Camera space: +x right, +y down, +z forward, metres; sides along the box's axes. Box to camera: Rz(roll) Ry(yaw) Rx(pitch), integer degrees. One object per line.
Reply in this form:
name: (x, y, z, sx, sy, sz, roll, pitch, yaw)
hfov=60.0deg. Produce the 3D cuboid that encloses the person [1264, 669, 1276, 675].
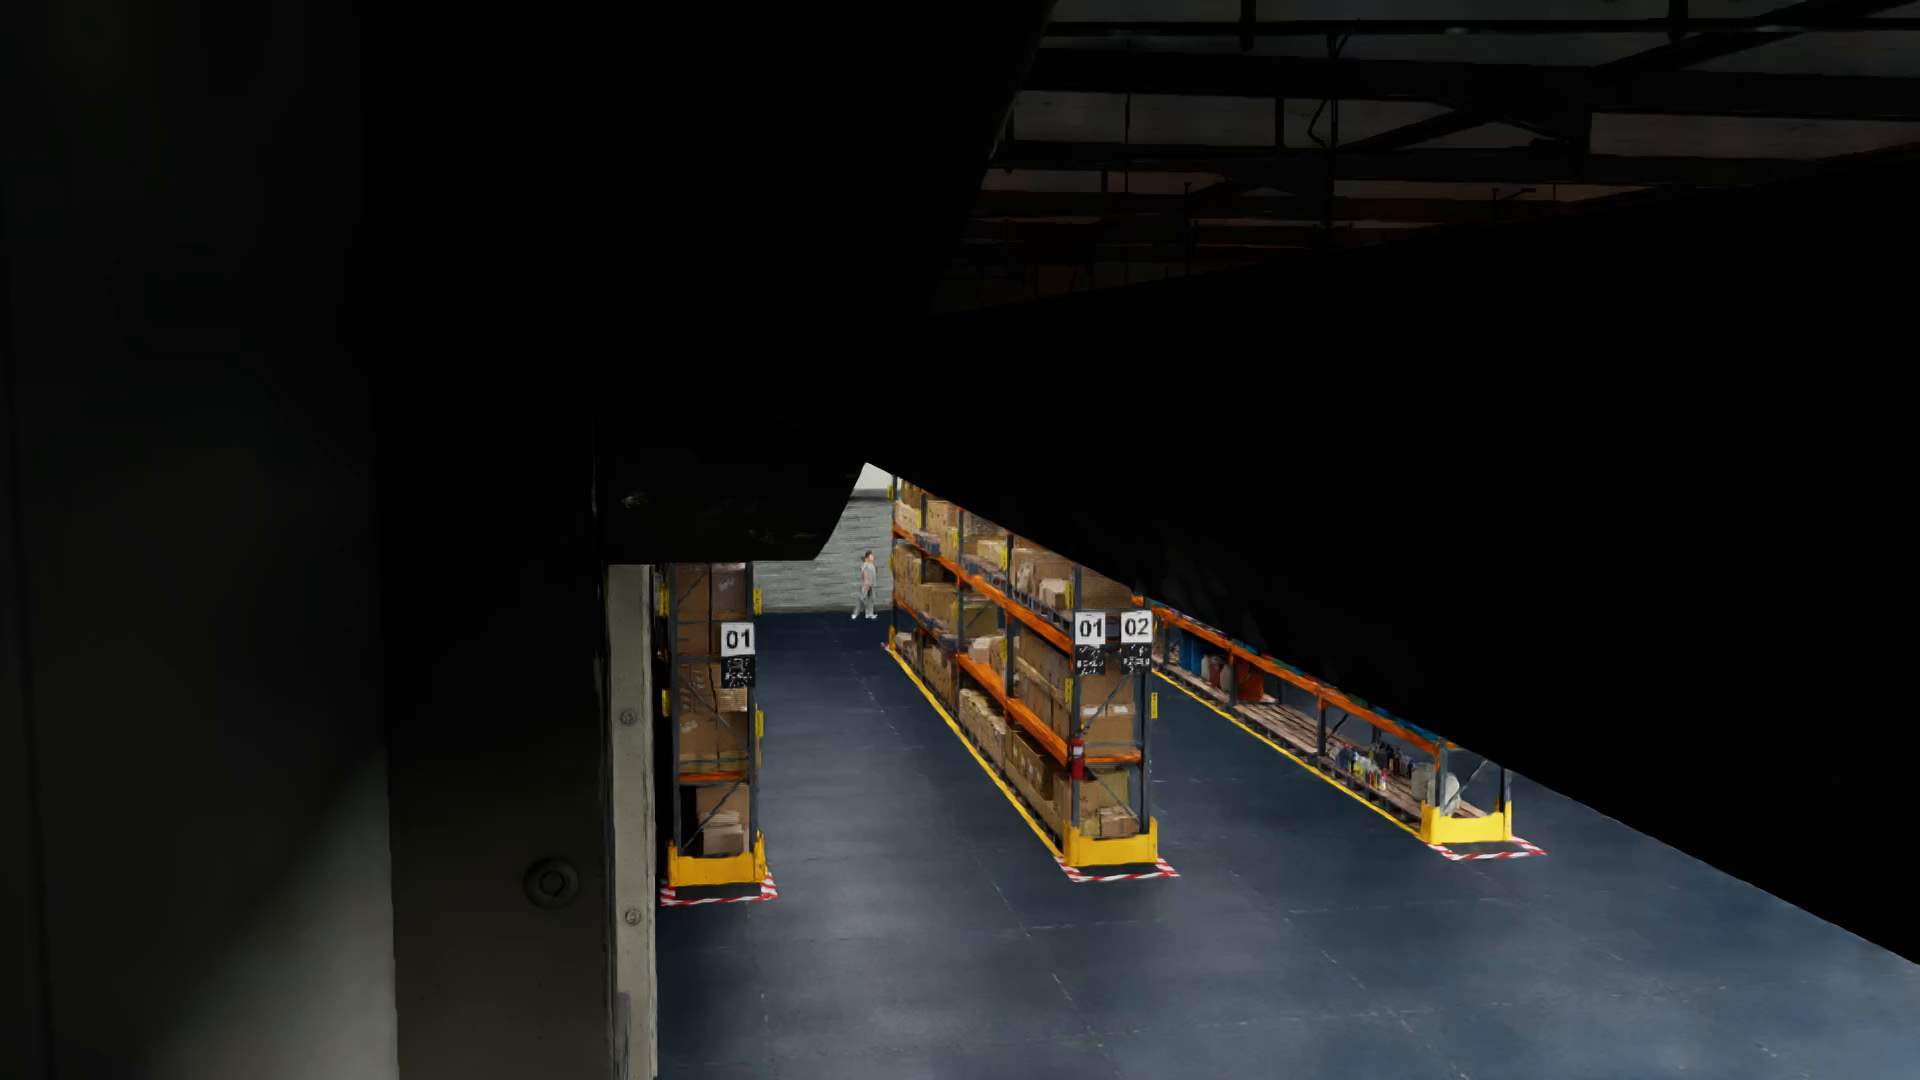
person: (6.400, 1.823, 33.548, 0.505, 1.759, 0.588, 2, 7, 19)

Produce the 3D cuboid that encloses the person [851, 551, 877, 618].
person: (-2.370, 1.098, 40.814, 0.466, 1.667, 0.649, 4, 7, 34)
